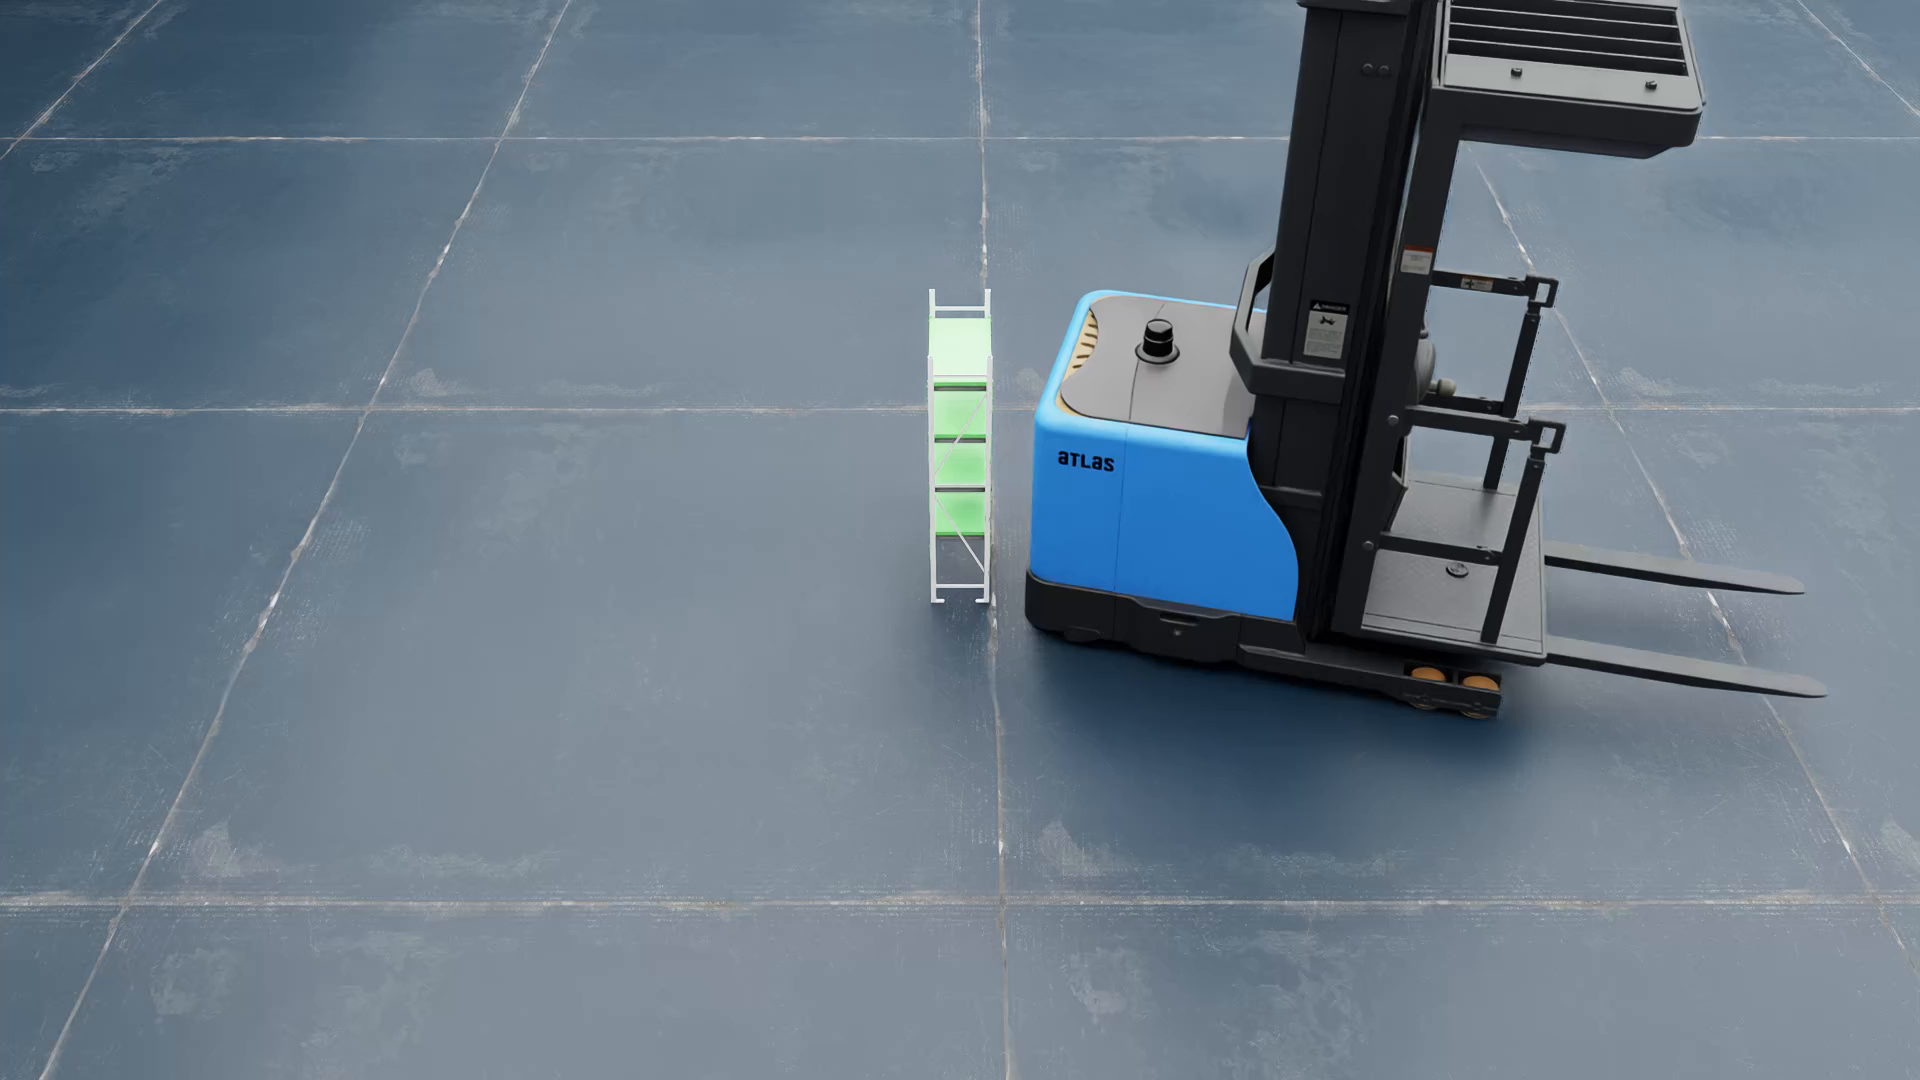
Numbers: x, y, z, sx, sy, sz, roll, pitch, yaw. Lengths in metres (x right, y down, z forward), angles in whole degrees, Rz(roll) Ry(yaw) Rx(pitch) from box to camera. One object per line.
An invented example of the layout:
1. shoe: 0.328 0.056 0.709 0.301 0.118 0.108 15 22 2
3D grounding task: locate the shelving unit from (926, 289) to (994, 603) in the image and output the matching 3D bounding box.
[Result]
1. shelving unit: 0.000 -0.365 6.746 0.258 1.200 0.503 0 39 0

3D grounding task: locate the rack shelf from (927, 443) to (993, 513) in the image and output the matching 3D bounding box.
1. rack shelf: 0.000 -0.315 6.786 0.258 0.148 0.480 0 39 0

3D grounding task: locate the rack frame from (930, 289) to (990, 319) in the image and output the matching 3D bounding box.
1. rack frame: 0.000 -0.517 6.936 0.240 1.200 0.015 0 39 0

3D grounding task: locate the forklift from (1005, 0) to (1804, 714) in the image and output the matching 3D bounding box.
1. forklift: 1.757 -0.841 5.956 3.031 2.935 1.130 9 40 11

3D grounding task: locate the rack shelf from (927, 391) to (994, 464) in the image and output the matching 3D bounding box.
1. rack shelf: 0.000 -0.502 6.635 0.258 0.148 0.480 0 39 0

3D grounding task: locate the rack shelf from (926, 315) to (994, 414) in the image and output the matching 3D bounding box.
1. rack shelf: 0.000 -0.689 6.485 0.258 0.148 0.480 0 39 0

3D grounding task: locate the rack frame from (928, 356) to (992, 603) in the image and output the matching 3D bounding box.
1. rack frame: 0.000 -0.212 6.555 0.240 1.200 0.015 0 39 0

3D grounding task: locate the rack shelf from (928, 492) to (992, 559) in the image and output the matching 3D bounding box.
1. rack shelf: 0.000 -0.128 6.936 0.258 0.148 0.480 0 39 0
